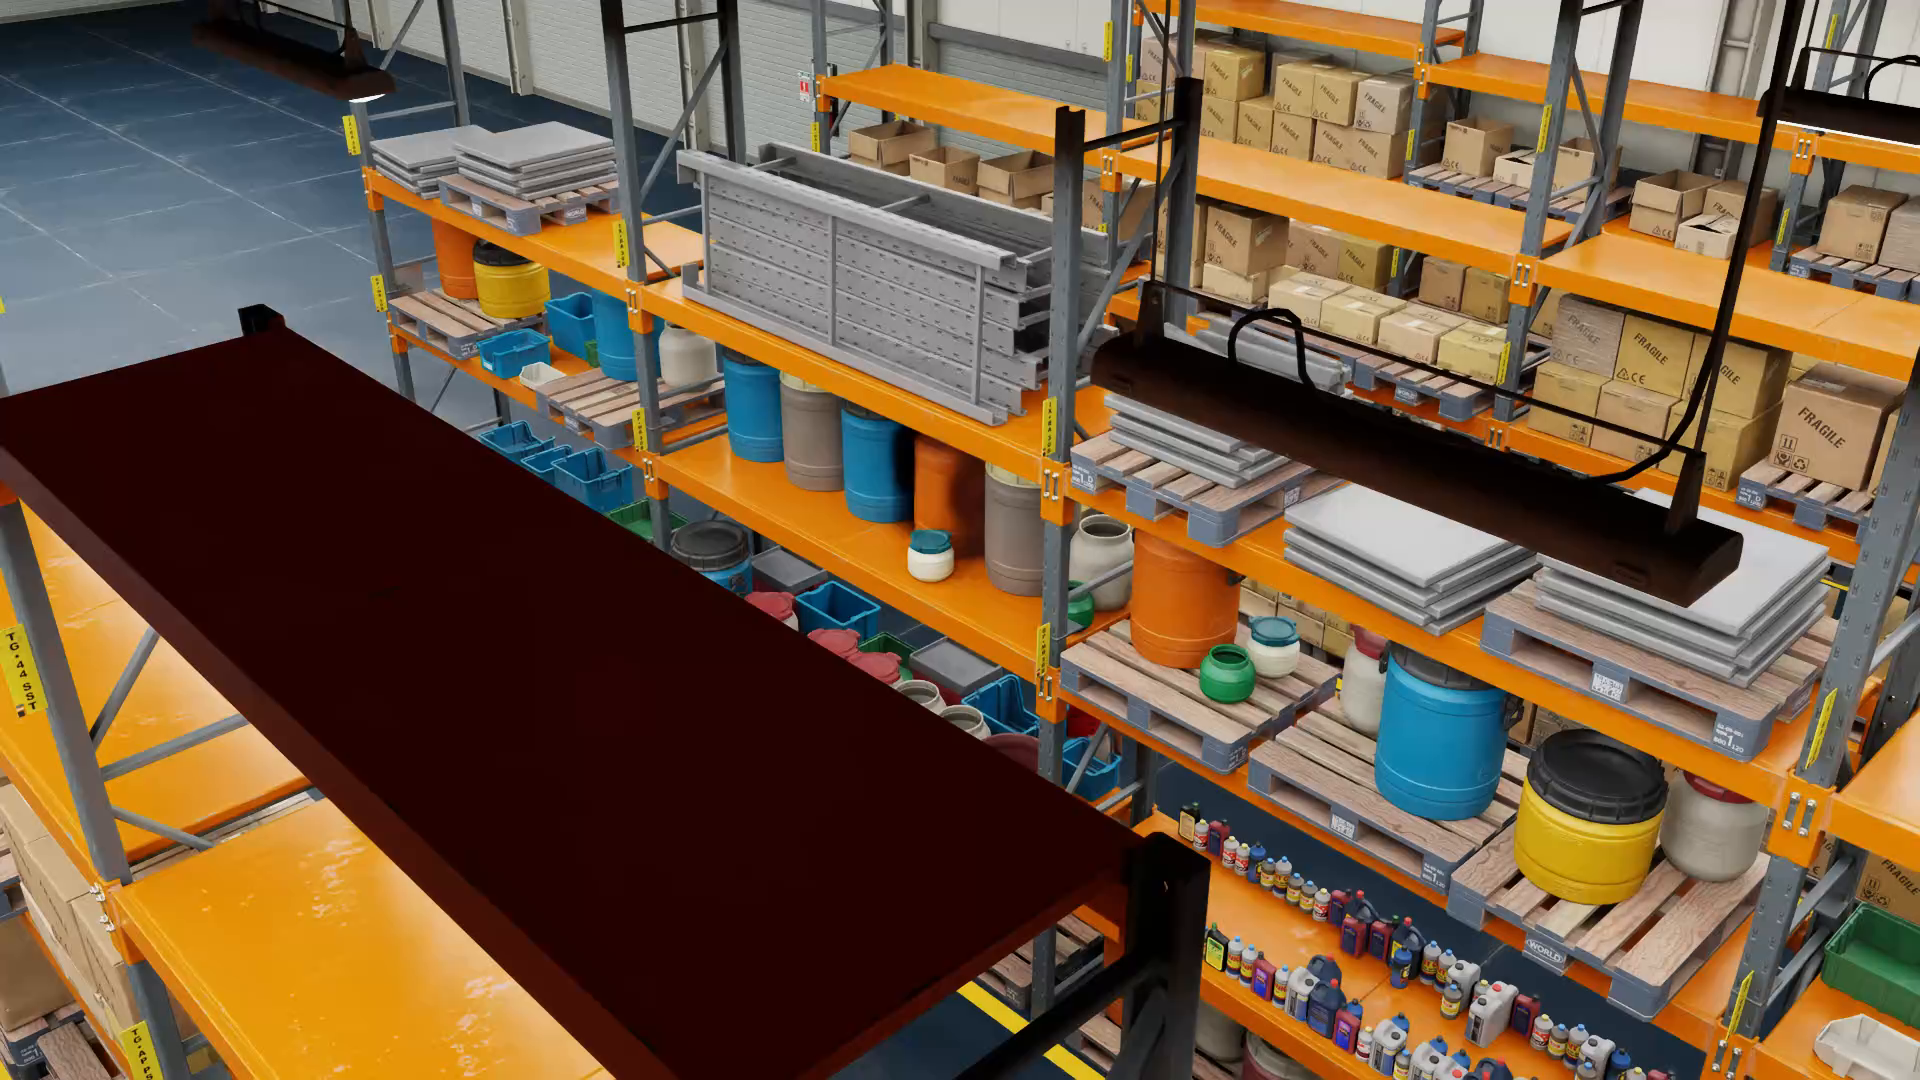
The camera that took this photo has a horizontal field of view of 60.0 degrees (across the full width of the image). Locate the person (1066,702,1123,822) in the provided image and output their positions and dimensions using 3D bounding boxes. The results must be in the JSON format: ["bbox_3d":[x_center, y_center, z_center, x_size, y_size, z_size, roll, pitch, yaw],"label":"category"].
[{"bbox_3d":[0.904,1.523,12.165,0.679,1.755,0.395,-11,30,-20],"label":"person"}]

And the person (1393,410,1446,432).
[{"bbox_3d":[4.814,-1.186,17.366,0.670,1.670,0.511,5,29,9],"label":"person"}]
